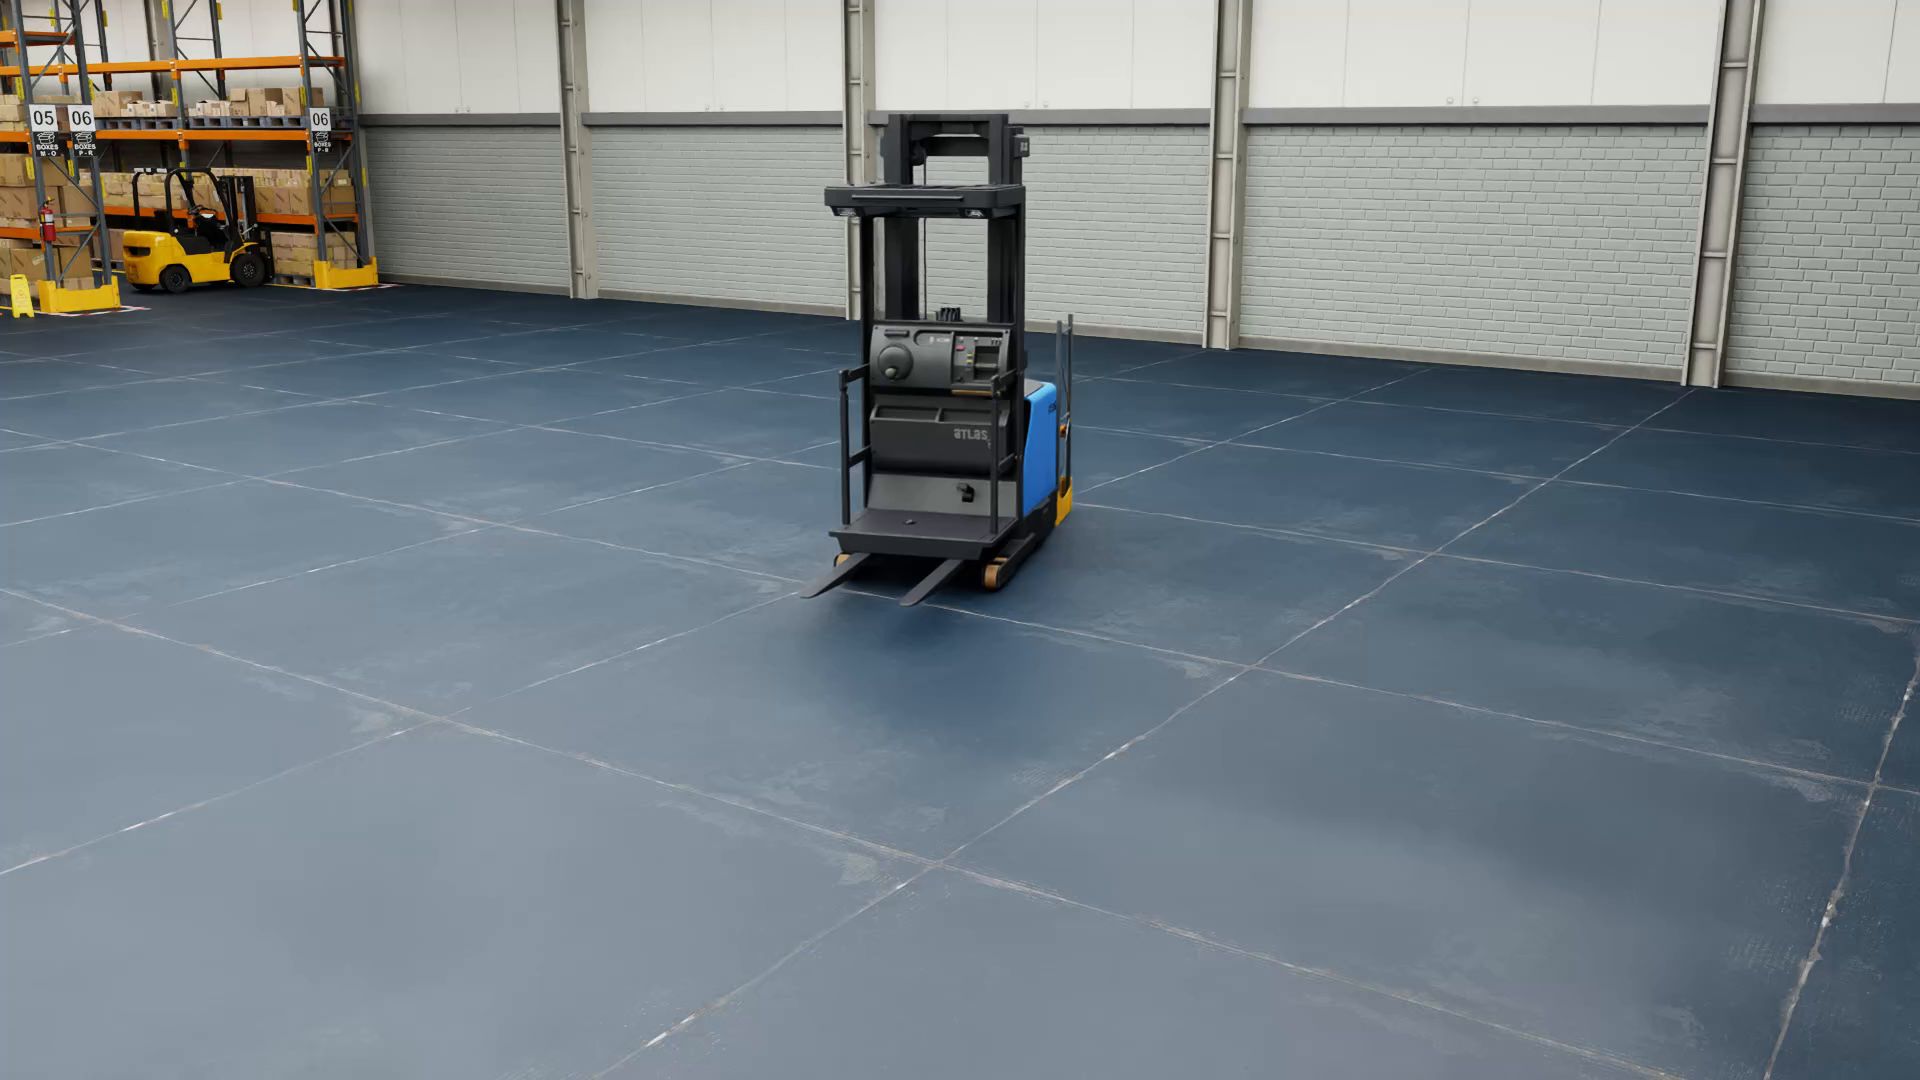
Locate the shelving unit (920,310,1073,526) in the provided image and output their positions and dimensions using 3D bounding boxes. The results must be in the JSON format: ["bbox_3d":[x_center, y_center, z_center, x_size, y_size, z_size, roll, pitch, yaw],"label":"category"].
[{"bbox_3d":[0.268,-0.932,12.467,1.083,1.500,0.587,3,14,14],"label":"shelving unit"}]

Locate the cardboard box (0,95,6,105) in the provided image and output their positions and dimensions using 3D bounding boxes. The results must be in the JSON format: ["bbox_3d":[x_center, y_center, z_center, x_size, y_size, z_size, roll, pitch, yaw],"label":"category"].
[{"bbox_3d":[-15.008,-6.959,26.313,0.250,0.149,0.380,9,16,32],"label":"cardboard box"}]

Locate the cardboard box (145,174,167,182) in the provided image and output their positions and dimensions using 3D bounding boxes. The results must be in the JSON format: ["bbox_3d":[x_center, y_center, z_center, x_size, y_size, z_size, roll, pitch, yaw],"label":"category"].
[{"bbox_3d":[-15.980,-7.201,33.111,0.250,0.149,0.380,9,16,31],"label":"cardboard box"}]

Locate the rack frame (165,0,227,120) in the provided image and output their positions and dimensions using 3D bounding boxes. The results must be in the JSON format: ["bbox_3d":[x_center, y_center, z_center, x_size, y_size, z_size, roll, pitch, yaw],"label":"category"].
[{"bbox_3d":[-14.700,-9.617,31.946,0.127,3.000,1.000,9,17,33],"label":"rack frame"}]

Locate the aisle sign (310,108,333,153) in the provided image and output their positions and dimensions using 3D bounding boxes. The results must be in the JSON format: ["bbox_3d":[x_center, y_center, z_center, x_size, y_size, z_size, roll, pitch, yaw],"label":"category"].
[{"bbox_3d":[-11.490,-7.363,29.915,0.004,0.787,0.394,9,17,33],"label":"aisle sign"}]

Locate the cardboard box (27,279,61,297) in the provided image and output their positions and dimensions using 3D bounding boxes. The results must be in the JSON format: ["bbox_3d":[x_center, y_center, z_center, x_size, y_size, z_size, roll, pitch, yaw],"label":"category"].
[{"bbox_3d":[-14.988,-4.105,27.014,0.500,0.250,0.500,9,17,33],"label":"cardboard box"}]

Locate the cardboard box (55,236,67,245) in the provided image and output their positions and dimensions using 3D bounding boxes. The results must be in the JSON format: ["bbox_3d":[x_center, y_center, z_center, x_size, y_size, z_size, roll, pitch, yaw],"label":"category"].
[{"bbox_3d":[-18.899,-6.315,35.419,0.500,0.500,0.500,9,16,32],"label":"cardboard box"}]

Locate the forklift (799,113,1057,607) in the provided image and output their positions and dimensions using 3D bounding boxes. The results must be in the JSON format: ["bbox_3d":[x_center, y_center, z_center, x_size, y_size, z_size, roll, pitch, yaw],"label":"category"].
[{"bbox_3d":[-0.188,-1.207,10.601,1.130,2.935,3.031,4,14,15],"label":"forklift"}]

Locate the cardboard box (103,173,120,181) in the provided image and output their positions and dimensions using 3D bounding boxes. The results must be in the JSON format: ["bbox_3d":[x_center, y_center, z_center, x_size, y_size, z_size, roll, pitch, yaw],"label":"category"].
[{"bbox_3d":[-17.245,-7.406,33.940,0.250,0.149,0.380,9,17,33],"label":"cardboard box"}]

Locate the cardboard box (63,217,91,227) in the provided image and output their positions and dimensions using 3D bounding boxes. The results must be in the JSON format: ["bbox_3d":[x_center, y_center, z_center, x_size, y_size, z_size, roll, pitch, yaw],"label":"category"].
[{"bbox_3d":[-14.314,-5.143,26.880,0.250,0.149,0.380,9,17,33],"label":"cardboard box"}]

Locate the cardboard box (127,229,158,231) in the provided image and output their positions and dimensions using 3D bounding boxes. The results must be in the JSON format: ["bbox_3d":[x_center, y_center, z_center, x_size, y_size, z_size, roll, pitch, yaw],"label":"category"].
[{"bbox_3d":[-16.403,-6.030,34.007,0.625,0.625,0.875,8,16,31],"label":"cardboard box"}]

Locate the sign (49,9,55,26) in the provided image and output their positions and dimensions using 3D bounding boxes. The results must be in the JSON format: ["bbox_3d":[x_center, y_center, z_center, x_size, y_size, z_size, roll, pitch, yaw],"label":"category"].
[{"bbox_3d":[-18.313,-10.536,33.549,0.005,0.325,0.100,9,17,33],"label":"sign"}]

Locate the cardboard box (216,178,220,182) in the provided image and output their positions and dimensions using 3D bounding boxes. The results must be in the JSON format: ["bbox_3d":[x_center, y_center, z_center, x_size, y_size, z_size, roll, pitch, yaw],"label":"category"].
[{"bbox_3d":[-13.971,-6.862,31.741,0.250,0.149,0.380,10,17,34],"label":"cardboard box"}]

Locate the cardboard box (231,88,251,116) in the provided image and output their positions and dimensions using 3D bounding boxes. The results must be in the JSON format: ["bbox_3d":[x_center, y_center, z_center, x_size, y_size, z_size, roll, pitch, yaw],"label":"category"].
[{"bbox_3d":[-13.142,-8.181,31.091,0.637,0.503,0.797,10,17,35],"label":"cardboard box"}]

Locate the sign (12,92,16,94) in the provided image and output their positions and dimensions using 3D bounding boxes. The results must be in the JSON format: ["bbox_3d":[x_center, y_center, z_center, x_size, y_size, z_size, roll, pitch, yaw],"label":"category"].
[{"bbox_3d":[-21.031,-9.787,36.980,0.005,0.325,0.100,9,17,33],"label":"sign"}]

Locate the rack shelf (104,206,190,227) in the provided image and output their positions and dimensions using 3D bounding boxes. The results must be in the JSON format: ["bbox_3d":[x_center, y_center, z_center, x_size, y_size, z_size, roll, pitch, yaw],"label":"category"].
[{"bbox_3d":[-16.359,-6.624,33.837,4.000,0.370,1.077,9,17,33],"label":"rack shelf"}]

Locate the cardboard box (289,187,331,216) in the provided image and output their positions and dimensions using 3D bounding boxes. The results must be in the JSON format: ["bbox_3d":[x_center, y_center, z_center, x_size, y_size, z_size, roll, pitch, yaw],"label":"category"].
[{"bbox_3d":[-11.935,-6.231,30.543,0.500,0.500,0.500,9,16,32],"label":"cardboard box"}]

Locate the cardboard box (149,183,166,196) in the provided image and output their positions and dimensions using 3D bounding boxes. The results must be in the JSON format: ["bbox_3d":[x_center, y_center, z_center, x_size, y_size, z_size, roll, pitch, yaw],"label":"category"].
[{"bbox_3d":[-15.681,-6.957,32.958,0.500,0.250,0.500,9,16,31],"label":"cardboard box"}]

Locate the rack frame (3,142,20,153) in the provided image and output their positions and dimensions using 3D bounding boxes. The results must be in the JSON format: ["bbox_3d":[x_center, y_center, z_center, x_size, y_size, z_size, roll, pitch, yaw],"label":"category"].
[{"bbox_3d":[-21.338,-7.778,37.001,0.127,3.000,1.000,9,17,33],"label":"rack frame"}]

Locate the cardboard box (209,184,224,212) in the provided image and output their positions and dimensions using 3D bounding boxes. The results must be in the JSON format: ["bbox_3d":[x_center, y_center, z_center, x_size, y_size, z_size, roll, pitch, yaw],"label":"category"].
[{"bbox_3d":[-14.036,-6.575,31.935,0.500,0.500,0.500,10,17,34],"label":"cardboard box"}]

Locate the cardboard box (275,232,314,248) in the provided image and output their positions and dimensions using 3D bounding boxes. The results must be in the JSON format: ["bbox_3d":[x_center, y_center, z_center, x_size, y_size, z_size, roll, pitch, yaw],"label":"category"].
[{"bbox_3d":[-12.364,-5.590,30.930,0.500,0.250,0.500,10,17,34],"label":"cardboard box"}]

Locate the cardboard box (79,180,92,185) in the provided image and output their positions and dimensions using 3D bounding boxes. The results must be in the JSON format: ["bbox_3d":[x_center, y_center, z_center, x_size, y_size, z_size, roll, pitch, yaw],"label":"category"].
[{"bbox_3d":[-17.801,-7.298,34.334,0.500,0.250,0.500,9,17,33],"label":"cardboard box"}]

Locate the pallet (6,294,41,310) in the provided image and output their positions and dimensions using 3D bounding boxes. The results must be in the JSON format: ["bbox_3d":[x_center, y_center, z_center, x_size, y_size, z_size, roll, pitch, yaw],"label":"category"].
[{"bbox_3d":[-14.865,-3.951,27.344,1.213,0.211,1.003,9,17,33],"label":"pallet"}]

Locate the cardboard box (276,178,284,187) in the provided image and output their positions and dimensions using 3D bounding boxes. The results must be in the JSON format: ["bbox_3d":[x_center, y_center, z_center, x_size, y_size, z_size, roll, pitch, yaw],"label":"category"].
[{"bbox_3d":[-12.434,-6.633,30.820,0.250,0.149,0.380,9,17,32],"label":"cardboard box"}]

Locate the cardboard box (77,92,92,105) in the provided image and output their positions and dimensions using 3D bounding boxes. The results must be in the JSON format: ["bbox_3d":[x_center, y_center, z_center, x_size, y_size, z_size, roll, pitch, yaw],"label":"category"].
[{"bbox_3d":[-17.554,-8.853,33.810,0.500,0.500,0.500,9,17,33],"label":"cardboard box"}]

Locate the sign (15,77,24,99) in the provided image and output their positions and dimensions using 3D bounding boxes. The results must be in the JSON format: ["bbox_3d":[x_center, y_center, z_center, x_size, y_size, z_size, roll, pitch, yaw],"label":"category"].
[{"bbox_3d":[-14.474,-6.956,25.597,0.005,0.325,0.100,9,17,33],"label":"sign"}]

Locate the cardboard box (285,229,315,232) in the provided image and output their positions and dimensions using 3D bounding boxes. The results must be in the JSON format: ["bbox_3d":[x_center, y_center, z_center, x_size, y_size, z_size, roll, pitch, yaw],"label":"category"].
[{"bbox_3d":[-12.499,-5.761,31.620,0.500,0.250,0.500,9,17,32],"label":"cardboard box"}]

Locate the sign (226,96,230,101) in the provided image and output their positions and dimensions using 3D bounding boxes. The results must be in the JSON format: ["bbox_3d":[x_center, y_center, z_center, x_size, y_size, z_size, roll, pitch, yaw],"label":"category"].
[{"bbox_3d":[-14.391,-8.561,32.682,0.005,0.325,0.100,9,17,33],"label":"sign"}]

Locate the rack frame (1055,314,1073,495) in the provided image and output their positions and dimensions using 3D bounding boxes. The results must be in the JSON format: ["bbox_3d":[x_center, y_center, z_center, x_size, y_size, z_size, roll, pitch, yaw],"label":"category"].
[{"bbox_3d":[0.770,-0.902,12.345,0.032,1.500,0.500,3,14,14],"label":"rack frame"}]

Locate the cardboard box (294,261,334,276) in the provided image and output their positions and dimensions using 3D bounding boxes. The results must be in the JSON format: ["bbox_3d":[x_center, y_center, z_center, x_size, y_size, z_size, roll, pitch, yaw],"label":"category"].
[{"bbox_3d":[-11.947,-5.038,30.780,0.500,0.250,0.500,9,17,33],"label":"cardboard box"}]

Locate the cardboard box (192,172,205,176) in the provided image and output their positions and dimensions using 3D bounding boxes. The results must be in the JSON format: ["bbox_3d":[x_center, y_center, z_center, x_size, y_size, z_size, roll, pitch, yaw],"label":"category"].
[{"bbox_3d":[-14.601,-7.111,32.129,0.250,0.149,0.380,10,17,34],"label":"cardboard box"}]

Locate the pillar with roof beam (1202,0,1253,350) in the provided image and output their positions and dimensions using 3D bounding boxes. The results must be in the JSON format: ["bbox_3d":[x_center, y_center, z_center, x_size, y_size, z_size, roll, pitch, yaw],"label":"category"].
[{"bbox_3d":[1.078,-6.081,17.663,0.400,9.000,9.100,9,17,33],"label":"pillar with roof beam"}]

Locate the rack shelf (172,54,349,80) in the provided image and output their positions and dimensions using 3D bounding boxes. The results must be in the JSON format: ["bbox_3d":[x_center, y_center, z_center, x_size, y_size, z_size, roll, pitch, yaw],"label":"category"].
[{"bbox_3d":[-13.040,-8.806,30.997,4.000,0.370,1.077,9,17,33],"label":"rack shelf"}]

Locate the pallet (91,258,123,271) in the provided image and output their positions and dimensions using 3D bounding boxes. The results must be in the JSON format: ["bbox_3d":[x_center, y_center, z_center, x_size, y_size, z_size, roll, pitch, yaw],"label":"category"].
[{"bbox_3d":[-17.357,-5.770,34.691,1.213,0.211,1.003,9,17,33],"label":"pallet"}]

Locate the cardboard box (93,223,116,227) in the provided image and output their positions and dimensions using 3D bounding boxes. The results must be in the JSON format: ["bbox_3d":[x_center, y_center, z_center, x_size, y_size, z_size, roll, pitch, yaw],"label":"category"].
[{"bbox_3d":[-18.278,-6.679,35.539,0.250,0.149,0.380,10,17,36],"label":"cardboard box"}]

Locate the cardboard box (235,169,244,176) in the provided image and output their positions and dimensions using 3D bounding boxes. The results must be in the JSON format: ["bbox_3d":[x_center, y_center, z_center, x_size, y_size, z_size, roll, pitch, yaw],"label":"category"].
[{"bbox_3d":[-13.488,-6.954,31.495,0.250,0.149,0.380,9,17,33],"label":"cardboard box"}]

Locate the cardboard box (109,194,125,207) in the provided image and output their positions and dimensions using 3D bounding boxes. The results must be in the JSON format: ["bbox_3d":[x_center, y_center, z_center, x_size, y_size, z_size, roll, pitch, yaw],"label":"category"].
[{"bbox_3d":[-16.941,-6.924,33.864,0.500,0.250,0.500,9,16,31],"label":"cardboard box"}]

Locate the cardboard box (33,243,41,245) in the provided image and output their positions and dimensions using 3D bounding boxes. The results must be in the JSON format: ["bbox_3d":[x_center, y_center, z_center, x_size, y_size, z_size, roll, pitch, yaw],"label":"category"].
[{"bbox_3d":[-15.531,-4.716,27.920,0.500,0.500,0.500,10,17,34],"label":"cardboard box"}]

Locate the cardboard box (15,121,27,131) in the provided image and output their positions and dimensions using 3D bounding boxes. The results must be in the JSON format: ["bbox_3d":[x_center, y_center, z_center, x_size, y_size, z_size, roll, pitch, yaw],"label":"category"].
[{"bbox_3d":[-14.600,-6.505,26.137,0.250,0.149,0.380,9,17,33],"label":"cardboard box"}]

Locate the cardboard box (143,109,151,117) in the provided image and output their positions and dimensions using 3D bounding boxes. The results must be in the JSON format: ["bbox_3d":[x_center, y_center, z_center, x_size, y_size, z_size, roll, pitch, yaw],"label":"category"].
[{"bbox_3d":[-15.782,-8.378,32.625,0.250,0.149,0.380,9,17,33],"label":"cardboard box"}]

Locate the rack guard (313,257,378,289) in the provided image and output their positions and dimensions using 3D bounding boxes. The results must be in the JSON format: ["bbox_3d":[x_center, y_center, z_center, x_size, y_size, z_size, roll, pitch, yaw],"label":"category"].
[{"bbox_3d":[-11.361,-4.952,30.787,0.348,0.500,1.175,9,17,33],"label":"rack guard"}]

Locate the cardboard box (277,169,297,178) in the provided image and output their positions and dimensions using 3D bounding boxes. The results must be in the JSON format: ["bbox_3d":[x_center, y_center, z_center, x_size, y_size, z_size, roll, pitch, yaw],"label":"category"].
[{"bbox_3d":[-12.415,-6.787,30.822,0.250,0.149,0.380,9,17,33],"label":"cardboard box"}]

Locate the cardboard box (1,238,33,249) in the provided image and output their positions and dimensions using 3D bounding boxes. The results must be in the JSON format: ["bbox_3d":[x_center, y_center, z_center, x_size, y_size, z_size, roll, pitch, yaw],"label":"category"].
[{"bbox_3d":[-15.300,-4.818,26.980,0.250,0.149,0.380,10,17,34],"label":"cardboard box"}]

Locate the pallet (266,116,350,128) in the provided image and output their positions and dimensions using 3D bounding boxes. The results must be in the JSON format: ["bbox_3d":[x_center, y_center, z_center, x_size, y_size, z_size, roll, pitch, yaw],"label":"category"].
[{"bbox_3d":[-11.953,-7.682,30.554,1.213,0.211,1.003,9,17,33],"label":"pallet"}]

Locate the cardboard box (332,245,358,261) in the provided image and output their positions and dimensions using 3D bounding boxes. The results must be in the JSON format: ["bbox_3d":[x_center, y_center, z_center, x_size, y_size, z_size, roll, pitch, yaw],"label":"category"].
[{"bbox_3d":[-11.655,-5.385,31.141,0.500,0.250,0.500,10,17,34],"label":"cardboard box"}]
